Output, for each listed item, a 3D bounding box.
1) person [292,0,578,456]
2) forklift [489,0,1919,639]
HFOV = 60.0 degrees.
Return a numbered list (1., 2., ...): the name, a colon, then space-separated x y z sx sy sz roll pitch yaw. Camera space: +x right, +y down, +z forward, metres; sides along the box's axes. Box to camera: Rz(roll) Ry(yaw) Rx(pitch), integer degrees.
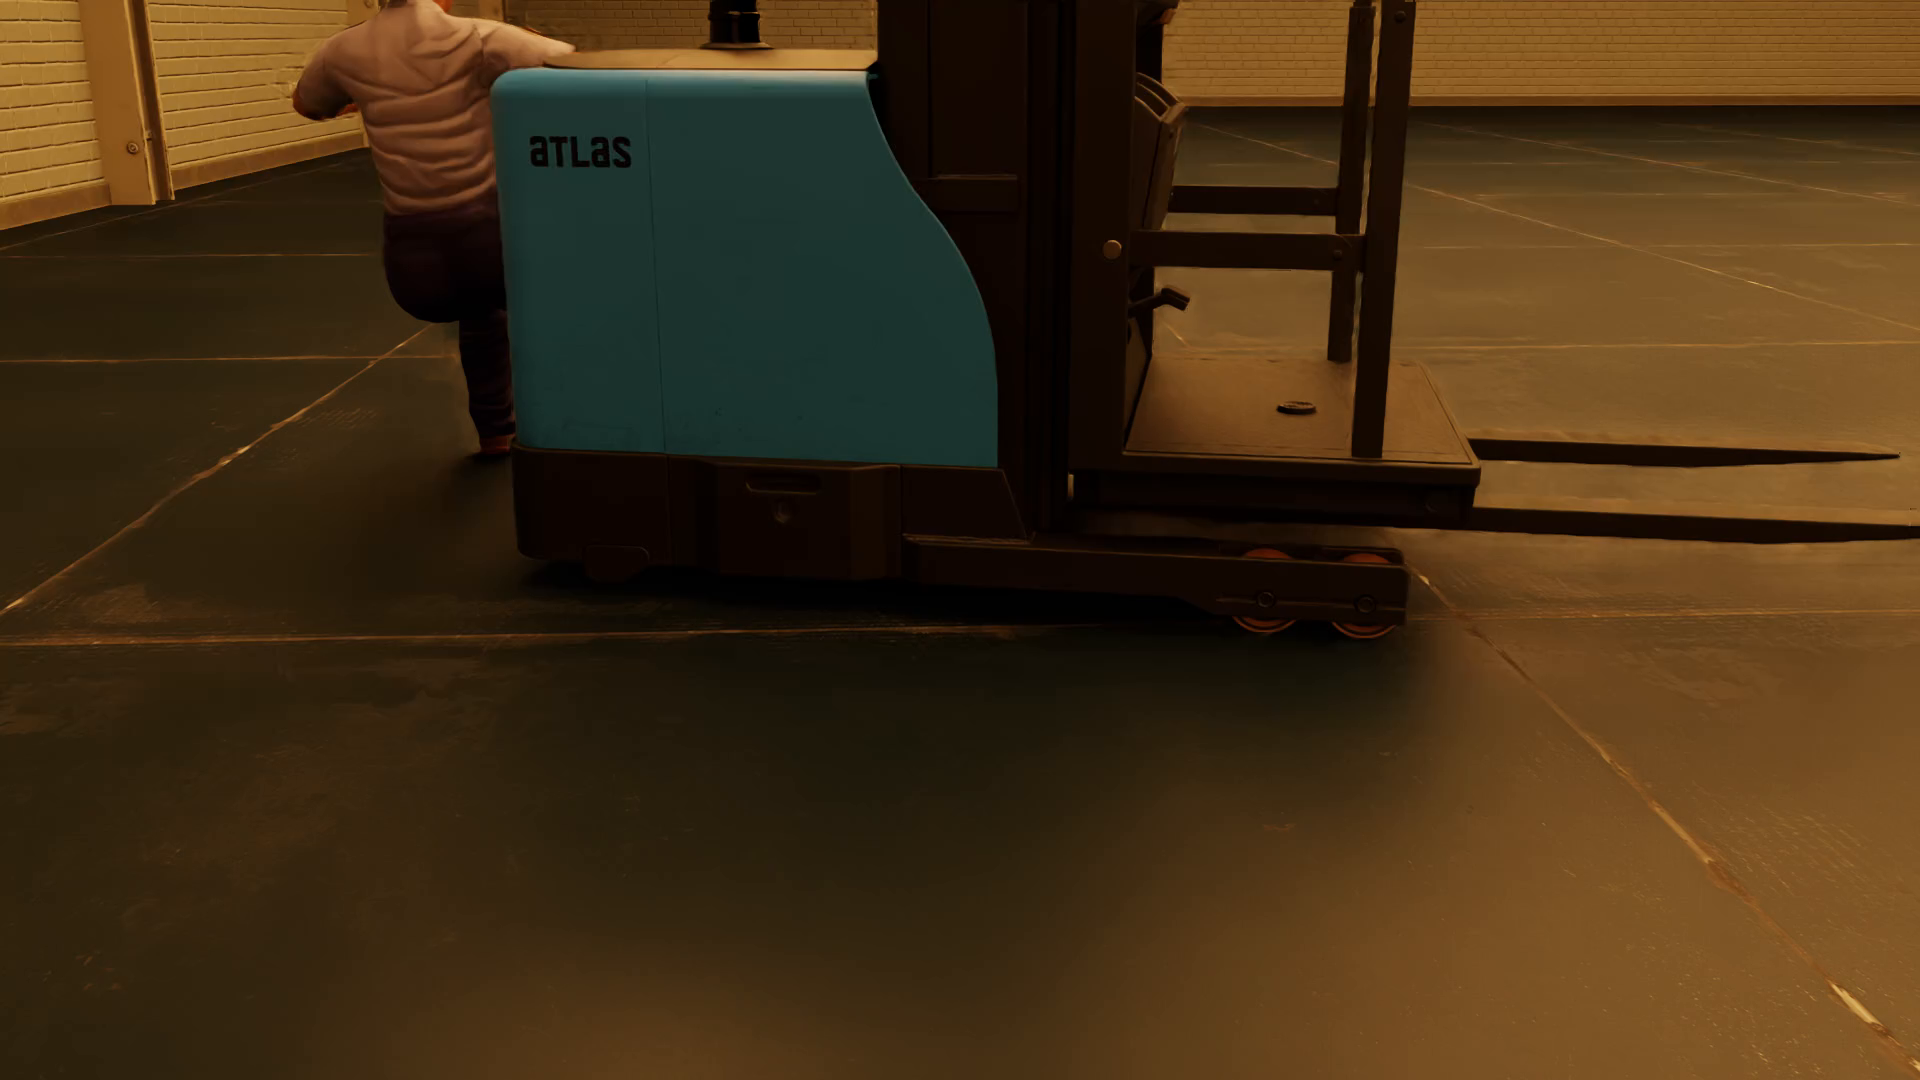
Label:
1. person: -1.221 -0.840 4.318 0.885 1.432 0.775 1 17 2
2. forklift: 0.603 -1.374 3.398 3.031 2.935 1.130 3 17 9
